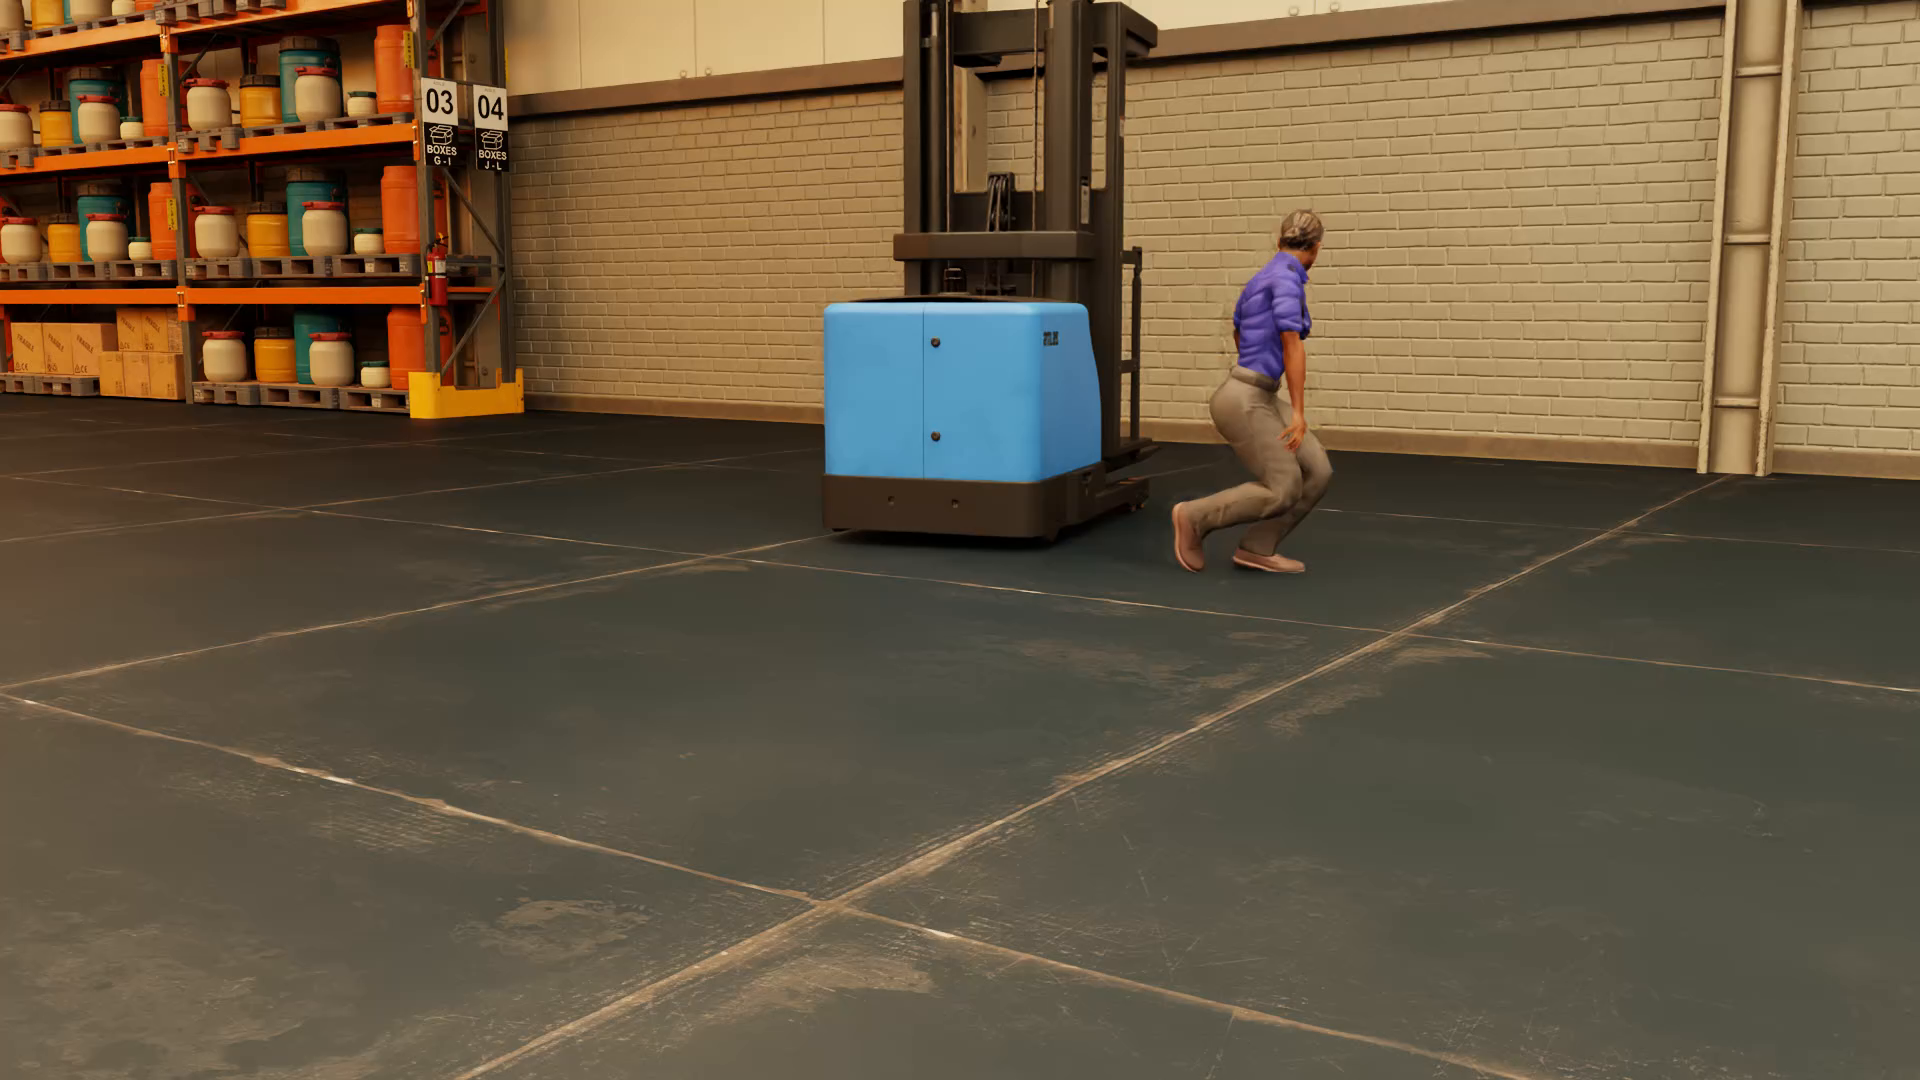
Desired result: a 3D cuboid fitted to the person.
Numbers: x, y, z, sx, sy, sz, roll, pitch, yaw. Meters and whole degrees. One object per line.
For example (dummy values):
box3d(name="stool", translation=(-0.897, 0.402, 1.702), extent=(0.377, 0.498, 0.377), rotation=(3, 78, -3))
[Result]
box3d(name="person", translation=(1.167, -0.571, 6.583), extent=(0.620, 1.452, 0.746), rotation=(2, 8, 15))

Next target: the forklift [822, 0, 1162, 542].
box3d(name="forklift", translation=(0.363, -1.610, 8.517), extent=(1.130, 2.935, 3.031), rotation=(3, 9, 20))
